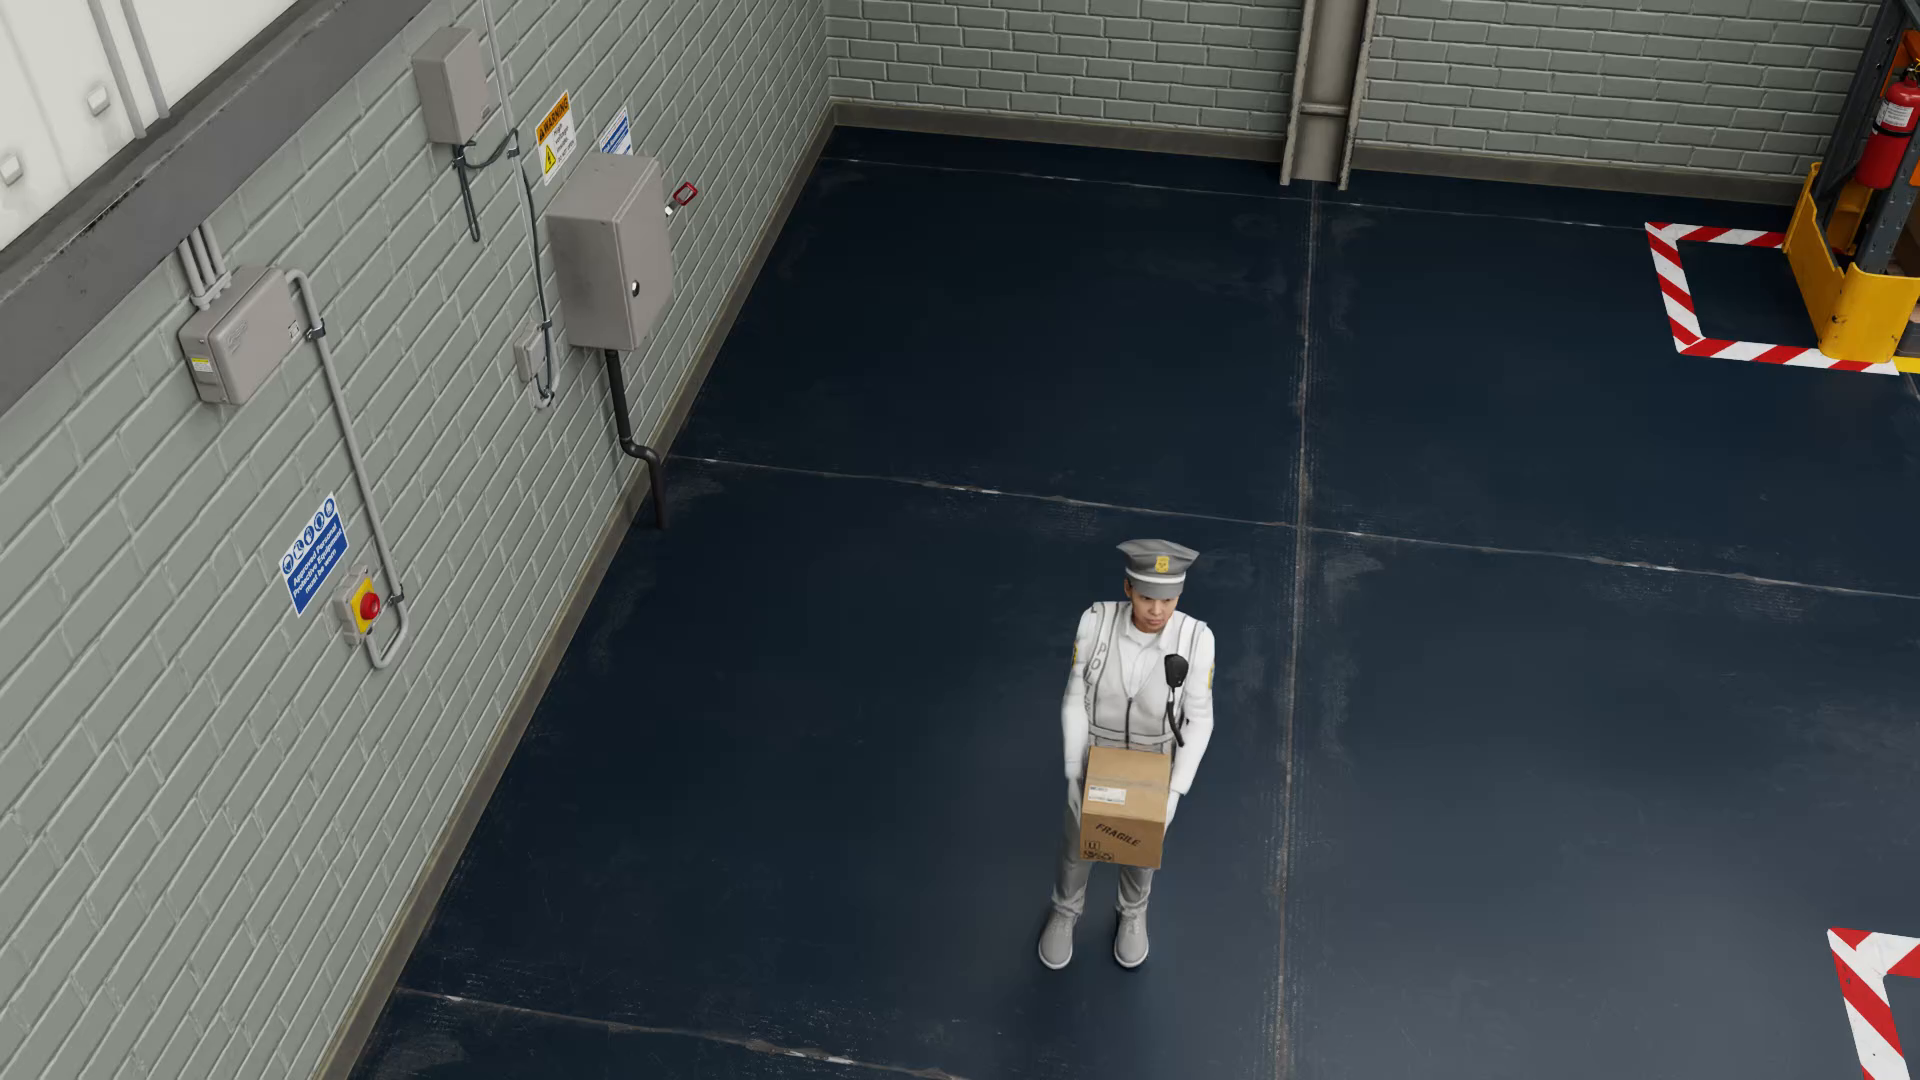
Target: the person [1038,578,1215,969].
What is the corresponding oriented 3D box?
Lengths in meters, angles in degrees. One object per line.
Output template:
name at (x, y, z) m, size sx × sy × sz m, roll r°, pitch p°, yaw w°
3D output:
person at (0.535, 0.749, 5.296) m, size 0.492 × 1.653 × 0.502 m, roll 7°, pitch 41°, yaw 8°
